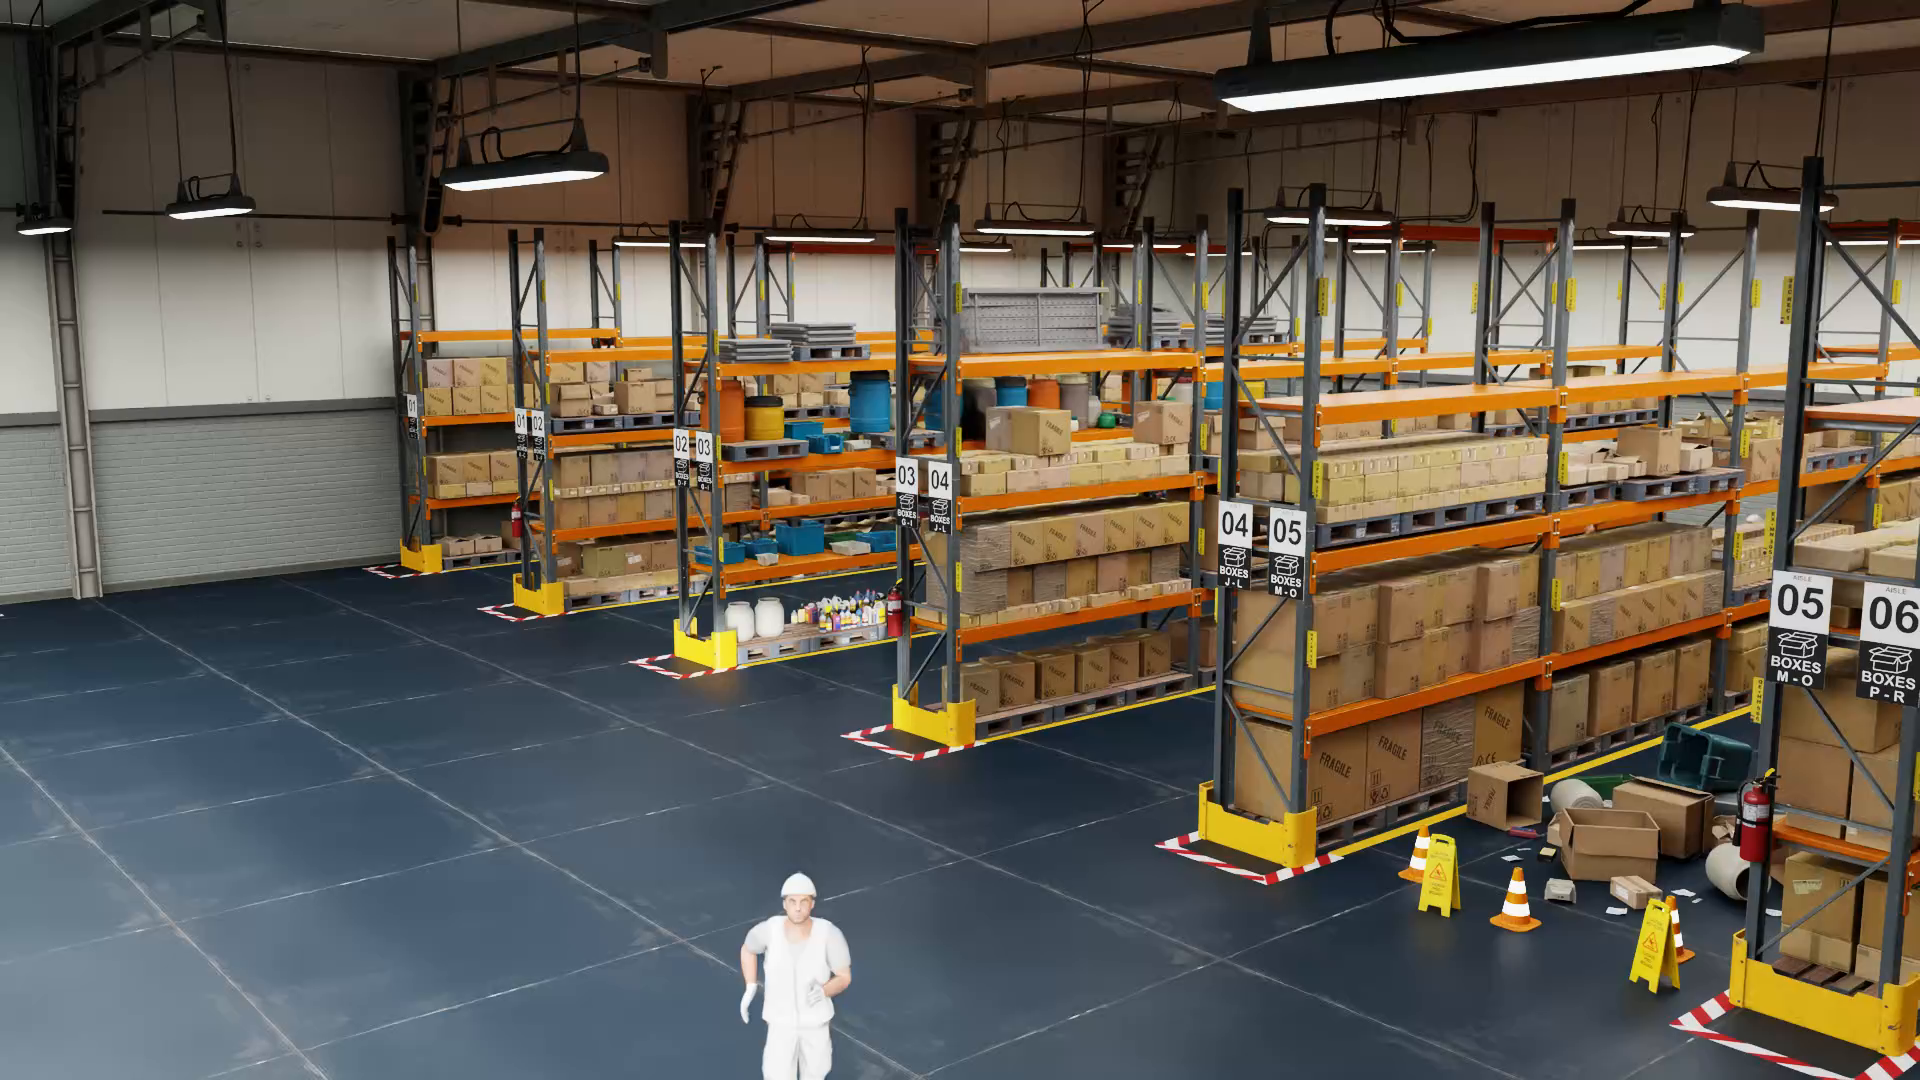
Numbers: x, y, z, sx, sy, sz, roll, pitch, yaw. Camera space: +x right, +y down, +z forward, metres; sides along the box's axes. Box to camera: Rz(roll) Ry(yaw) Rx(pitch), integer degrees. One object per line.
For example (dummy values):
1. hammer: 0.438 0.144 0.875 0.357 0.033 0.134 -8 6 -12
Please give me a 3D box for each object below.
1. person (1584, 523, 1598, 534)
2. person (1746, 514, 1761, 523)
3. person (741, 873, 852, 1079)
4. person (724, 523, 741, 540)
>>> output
1. person: 9.432 0.504 24.962 0.956 1.684 0.576 -8 12 -42
2. person: 12.035 0.458 25.327 0.653 1.721 0.742 -6 10 -33
3. person: -0.945 2.822 9.641 0.641 1.817 0.735 -1 9 -9
4. person: -4.388 -0.485 31.427 0.657 1.672 0.609 8 12 41
